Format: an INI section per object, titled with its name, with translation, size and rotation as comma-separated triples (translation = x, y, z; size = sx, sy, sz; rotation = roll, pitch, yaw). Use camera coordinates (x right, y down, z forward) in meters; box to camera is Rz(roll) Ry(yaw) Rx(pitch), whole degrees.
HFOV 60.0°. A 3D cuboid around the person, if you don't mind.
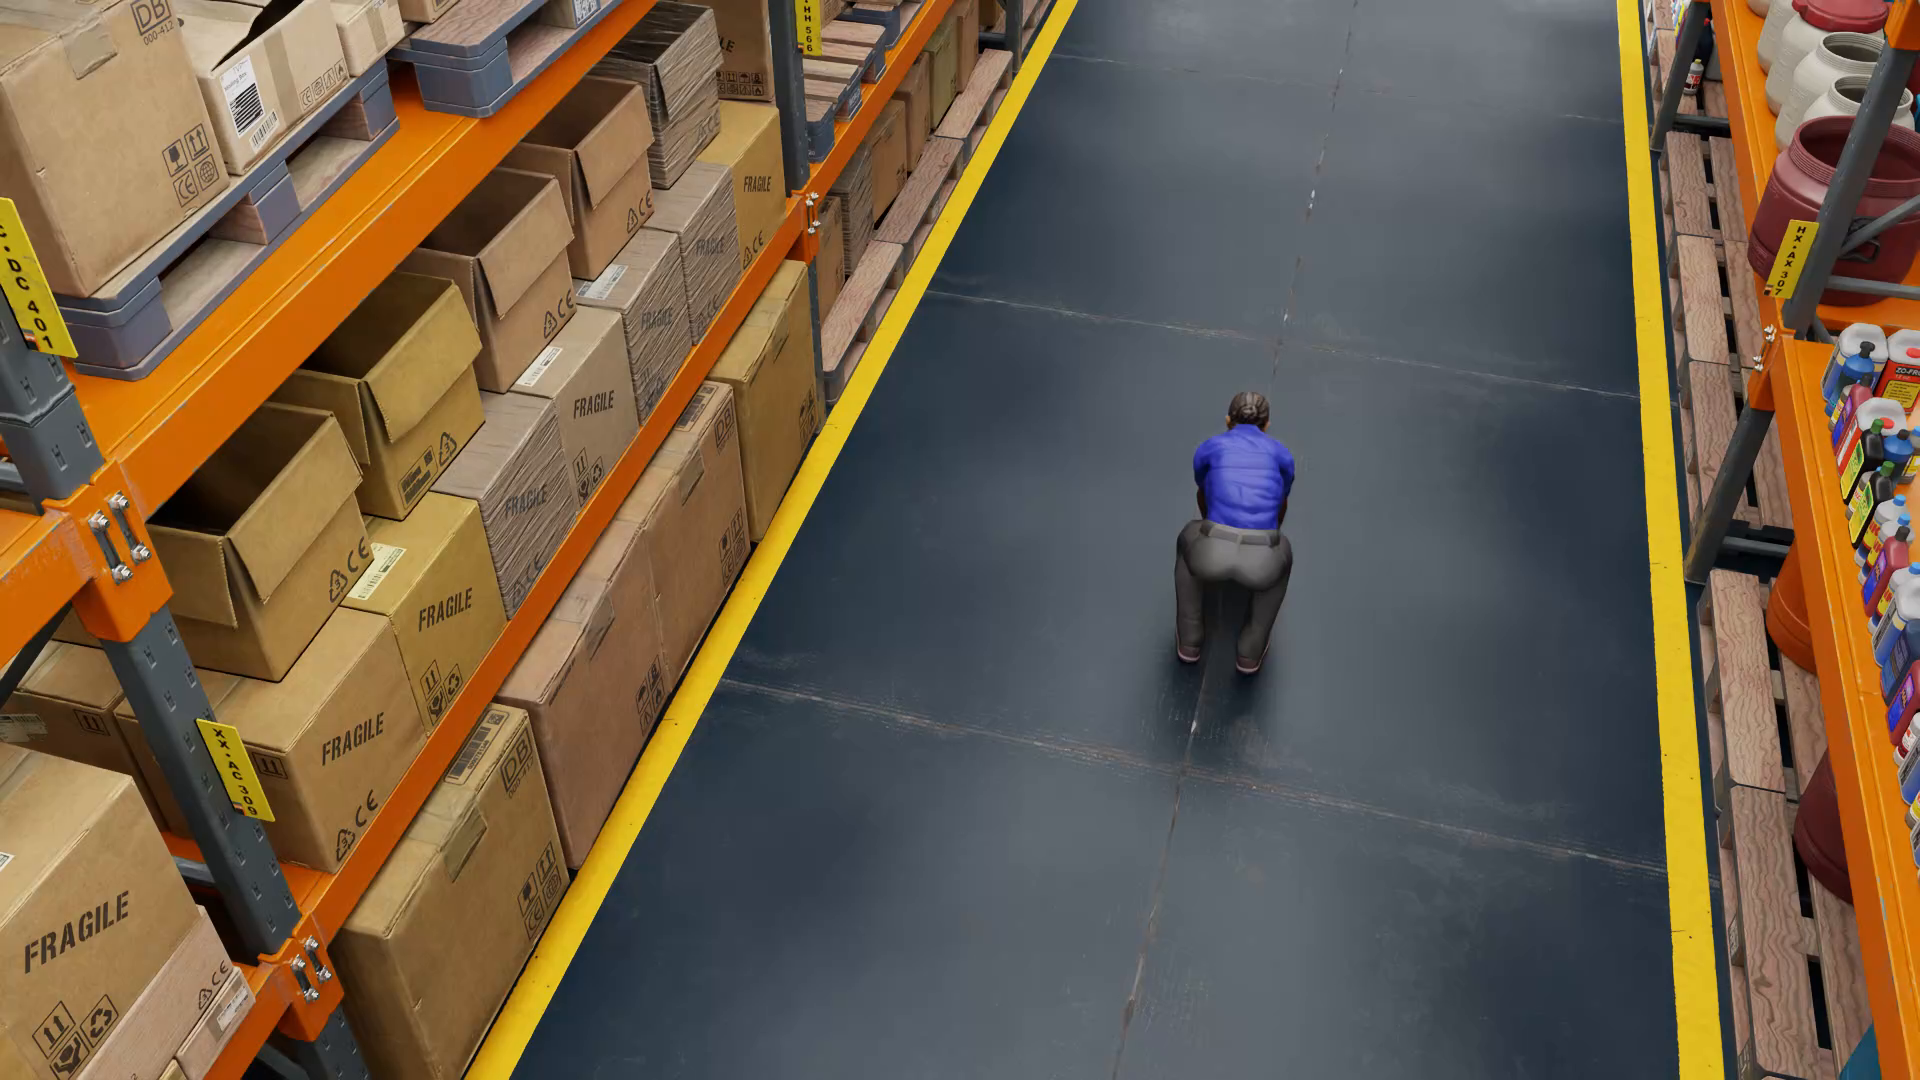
[person]
translation = 1.117, -0.016, 6.718
size = 0.473, 0.954, 0.865
rotation = 8, 42, 9
